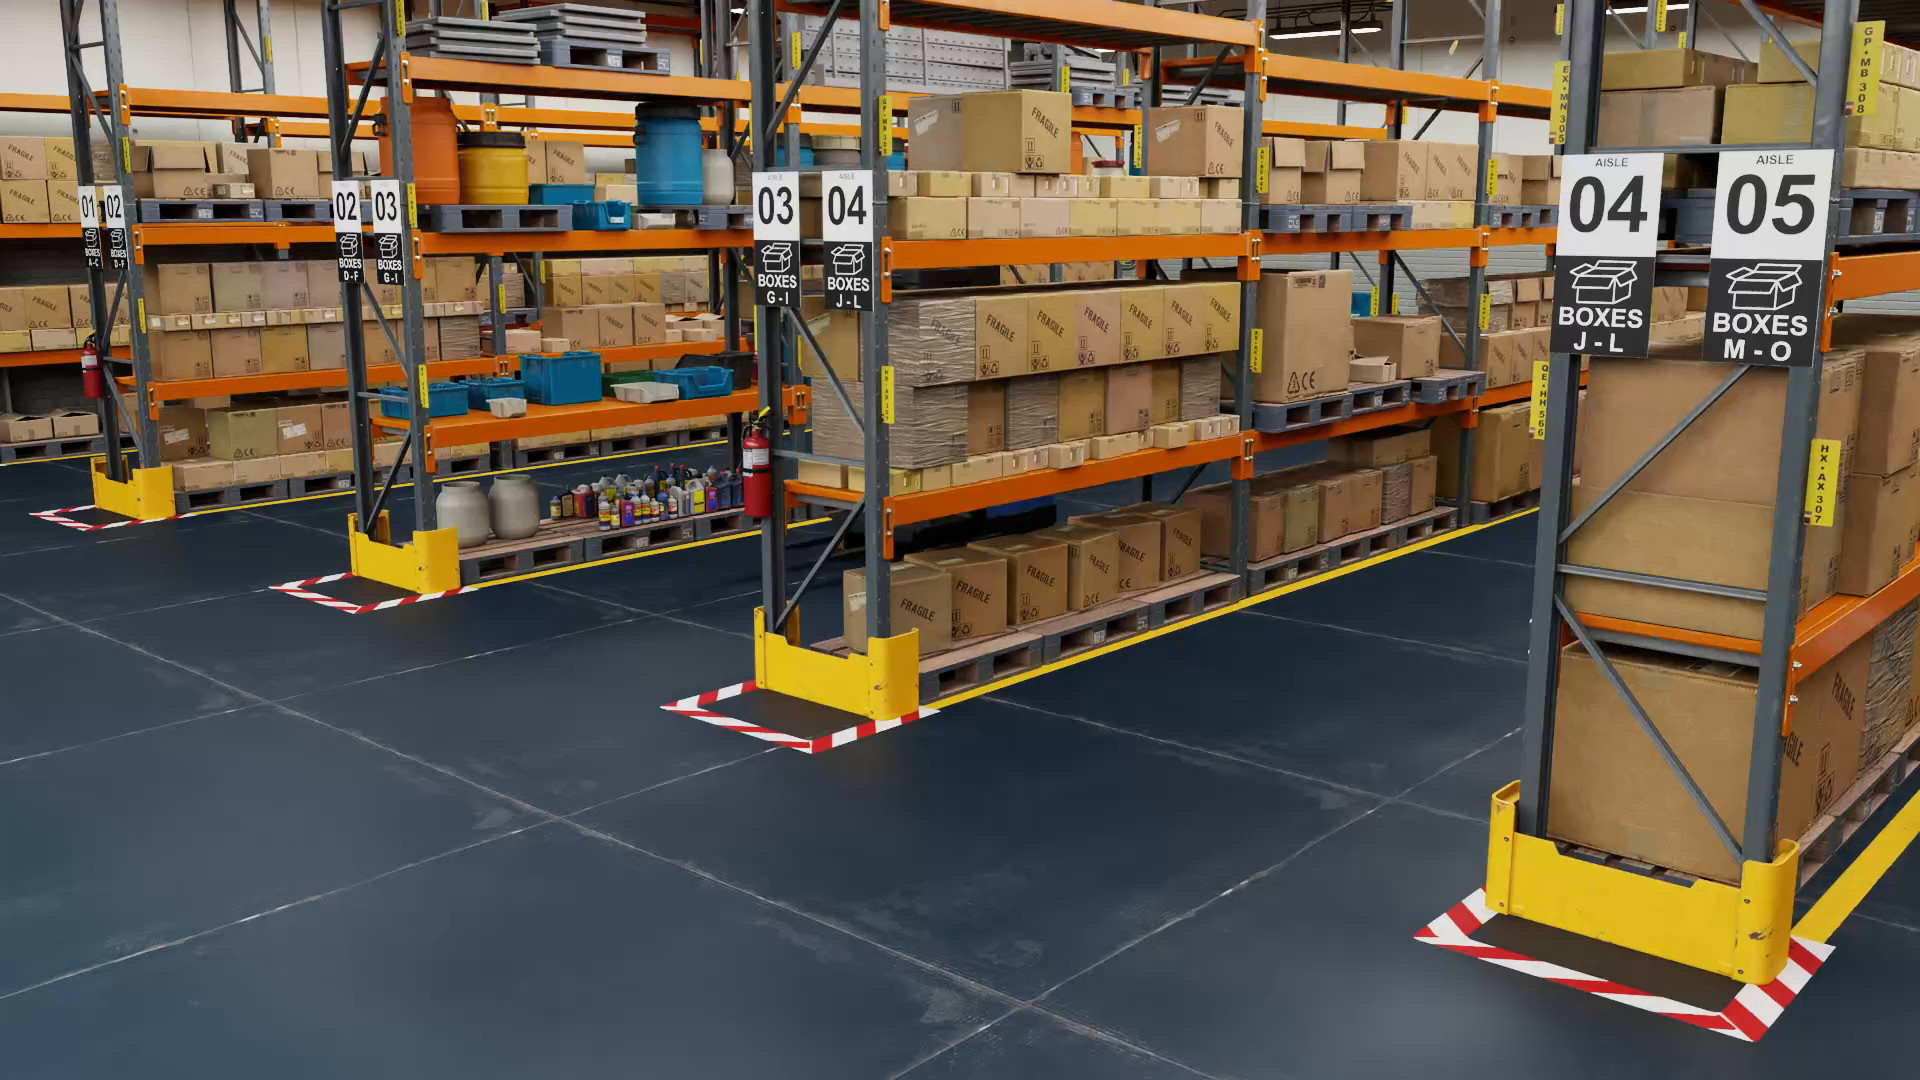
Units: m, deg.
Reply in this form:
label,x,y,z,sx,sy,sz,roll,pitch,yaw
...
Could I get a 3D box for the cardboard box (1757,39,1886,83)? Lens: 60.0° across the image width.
label,x,y,z,sx,sy,sz,roll,pitch,yaw
cardboard box,3.293,-1.827,6.359,0.380,0.149,0.250,10,15,41

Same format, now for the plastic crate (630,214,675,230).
label,x,y,z,sx,sy,sz,roll,pitch,yaw
plastic crate,-2.662,-2.764,14.443,0.243,0.136,0.396,10,15,40

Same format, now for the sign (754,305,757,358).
label,x,y,z,sx,sy,sz,roll,pitch,yaw
sign,-1.229,-1.279,10.232,0.100,0.325,0.005,10,15,40

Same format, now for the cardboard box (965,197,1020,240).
label,x,y,z,sx,sy,sz,roll,pitch,yaw
cardboard box,0.022,-1.993,10.295,0.500,0.250,0.500,9,15,39

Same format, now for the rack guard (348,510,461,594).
label,x,y,z,sx,sy,sz,roll,pitch,yaw
rack guard,-4.531,0.087,13.540,1.175,0.500,0.348,10,15,40

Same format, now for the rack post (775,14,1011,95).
label,x,y,z,sx,sy,sz,roll,pitch,yaw
rack post,-0.670,-5.051,17.054,1.013,1.000,3.121,10,15,40

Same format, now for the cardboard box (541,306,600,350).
label,x,y,z,sx,sy,sz,roll,pitch,yaw
cardboard box,-4.757,-2.589,20.297,0.500,0.500,0.500,-11,16,-43

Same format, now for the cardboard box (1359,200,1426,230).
label,x,y,z,sx,sy,sz,roll,pitch,yaw
cardboard box,3.675,-2.806,14.365,0.500,0.250,0.500,10,15,42

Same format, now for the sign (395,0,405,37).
label,x,y,z,sx,sy,sz,roll,pitch,yaw
sign,-4.136,-3.889,12.282,0.100,0.325,0.005,10,15,40

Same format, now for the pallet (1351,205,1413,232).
label,x,y,z,sx,sy,sz,roll,pitch,yaw
pallet,2.985,-2.679,13.825,1.213,0.211,1.003,10,15,40

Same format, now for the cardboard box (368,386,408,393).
label,x,y,z,sx,sy,sz,roll,pitch,yaw
cardboard box,-6.490,-1.474,19.006,0.500,0.500,0.500,10,15,40

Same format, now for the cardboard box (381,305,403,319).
label,x,y,z,sx,sy,sz,roll,pitch,yaw
cardboard box,-6.316,-2.501,18.203,0.380,0.149,0.250,10,15,40

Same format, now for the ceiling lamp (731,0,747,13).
label,x,y,z,sx,sy,sz,roll,pitch,yaw
ceiling lamp,-2.510,-9.487,24.871,0.800,3.185,2.000,10,15,40

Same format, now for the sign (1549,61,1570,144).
label,x,y,z,sx,sy,sz,roll,pitch,yaw
sign,2.435,-1.764,6.706,0.100,0.325,0.005,10,15,40

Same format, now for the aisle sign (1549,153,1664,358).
label,x,y,z,sx,sy,sz,roll,pitch,yaw
aisle sign,2.561,-1.129,6.604,0.394,0.787,0.004,10,15,40

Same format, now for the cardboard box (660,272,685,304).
label,x,y,z,sx,sy,sz,roll,pitch,yaw
cardboard box,-4.849,-4.123,27.170,0.500,0.500,0.500,10,15,40

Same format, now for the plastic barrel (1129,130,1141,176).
label,x,y,z,sx,sy,sz,roll,pitch,yaw
plastic barrel,2.363,-4.539,20.308,0.600,0.901,0.708,10,15,40

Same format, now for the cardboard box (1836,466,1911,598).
label,x,y,z,sx,sy,sz,roll,pitch,yaw
cardboard box,3.855,-0.109,7.756,0.875,0.550,0.550,10,15,40

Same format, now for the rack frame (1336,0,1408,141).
label,x,y,z,sx,sy,sz,roll,pitch,yaw
rack frame,6.016,-6.418,24.407,1.000,3.000,0.127,10,15,40

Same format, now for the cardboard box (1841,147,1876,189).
label,x,y,z,sx,sy,sz,roll,pitch,yaw
cardboard box,3.301,-1.437,6.442,0.380,0.149,0.250,10,15,41

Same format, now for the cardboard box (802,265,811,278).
label,x,y,z,sx,sy,sz,roll,pitch,yaw
cardboard box,-3.210,-4.500,29.355,0.980,0.700,0.700,9,15,39

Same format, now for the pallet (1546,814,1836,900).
label,x,y,z,sx,sy,sz,roll,pitch,yaw
pallet,3.302,1.414,7.630,1.003,0.211,1.213,10,15,40

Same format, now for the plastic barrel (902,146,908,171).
label,x,y,z,sx,sy,sz,roll,pitch,yaw
plastic barrel,-0.402,-3.791,17.819,0.600,0.830,0.708,10,15,40

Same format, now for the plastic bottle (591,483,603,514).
label,x,y,z,sx,sy,sz,roll,pitch,yaw
plastic bottle,-3.385,-0.383,15.339,0.152,0.276,0.135,9,15,39

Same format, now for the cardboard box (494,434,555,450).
label,x,y,z,sx,sy,sz,roll,pitch,yaw
cardboard box,-5.172,-1.236,19.729,0.500,0.250,0.500,9,15,39

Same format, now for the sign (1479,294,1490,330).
label,x,y,z,sx,sy,sz,roll,pitch,yaw
sign,4.869,-2.119,15.445,0.100,0.325,0.005,10,15,40

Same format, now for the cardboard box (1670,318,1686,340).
label,x,y,z,sx,sy,sz,roll,pitch,yaw
cardboard box,8.272,-2.504,19.752,0.500,0.250,0.500,10,15,42

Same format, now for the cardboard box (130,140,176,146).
label,x,y,z,sx,sy,sz,roll,pitch,yaw
cardboard box,-10.165,-4.742,20.818,0.500,0.500,0.500,9,14,38

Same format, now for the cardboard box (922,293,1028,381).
label,x,y,z,sx,sy,sz,roll,pitch,yaw
cardboard box,0.077,-1.285,10.458,0.500,0.500,0.500,10,15,40

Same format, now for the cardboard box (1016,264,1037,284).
label,x,y,z,sx,sy,sz,roll,pitch,yaw
cardboard box,0.859,-4.252,26.073,0.500,0.500,0.500,9,15,39

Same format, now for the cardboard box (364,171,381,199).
label,x,y,z,sx,sy,sz,roll,pitch,yaw
cardboard box,-6.511,-3.934,18.426,0.500,0.311,0.500,9,14,37

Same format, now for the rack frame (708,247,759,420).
label,x,y,z,sx,sy,sz,roll,pitch,yaw
rack frame,-2.984,-2.940,22.311,1.000,3.000,0.127,10,15,40

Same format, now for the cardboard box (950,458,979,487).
label,x,y,z,sx,sy,sz,roll,pitch,yaw
cardboard box,-0.103,-0.439,10.429,0.380,0.149,0.250,10,15,40

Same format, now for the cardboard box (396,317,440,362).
label,x,y,z,sx,sy,sz,roll,pitch,yaw
cardboard box,-6.256,-2.256,18.631,0.700,0.500,0.500,10,15,40

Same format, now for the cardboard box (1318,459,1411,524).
label,x,y,z,sx,sy,sz,roll,pitch,yaw
cardboard box,3.671,-0.464,15.174,0.700,0.500,0.500,8,14,36

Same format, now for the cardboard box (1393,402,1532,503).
label,x,y,z,sx,sy,sz,roll,pitch,yaw
cardboard box,4.926,-0.921,16.557,1.225,0.875,0.875,9,14,38

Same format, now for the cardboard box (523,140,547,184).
label,x,y,z,sx,sy,sz,roll,pitch,yaw
cardboard box,-5.187,-4.408,19.399,0.500,0.500,0.500,10,15,41

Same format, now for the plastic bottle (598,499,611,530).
label,x,y,z,sx,sy,sz,roll,pitch,yaw
plastic bottle,-3.115,-0.226,14.566,0.097,0.271,0.097,0,11,0

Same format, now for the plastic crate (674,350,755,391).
label,x,y,z,sx,sy,sz,roll,pitch,yaw
plastic crate,-2.347,-1.619,15.858,0.767,0.338,0.504,10,15,40

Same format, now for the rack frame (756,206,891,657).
label,x,y,z,sx,sy,sz,roll,pitch,yaw
rack frame,-0.826,-0.481,10.002,1.000,3.000,0.127,10,15,40

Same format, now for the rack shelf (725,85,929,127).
label,x,y,z,sx,sy,sz,roll,pitch,yaw
rack shelf,-0.586,-4.398,17.150,1.077,0.370,4.000,10,15,40

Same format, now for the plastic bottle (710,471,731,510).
label,x,y,z,sx,sy,sz,roll,pitch,yaw
plastic bottle,-2.241,-0.467,15.569,0.144,0.351,0.185,9,14,38

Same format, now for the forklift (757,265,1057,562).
label,x,y,z,sx,sy,sz,roll,pitch,yaw
forklift,-0.442,-1.320,14.374,1.130,2.935,3.031,9,15,39

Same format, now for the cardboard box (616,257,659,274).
label,x,y,z,sx,sy,sz,roll,pitch,yaw
cardboard box,-5.200,-4.415,26.715,0.500,0.250,0.500,9,15,39

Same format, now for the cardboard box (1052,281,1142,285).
label,x,y,z,sx,sy,sz,roll,pitch,yaw
cardboard box,0.998,-1.648,12.276,0.500,0.500,0.500,10,15,40

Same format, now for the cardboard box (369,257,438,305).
label,x,y,z,sx,sy,sz,roll,pitch,yaw
cardboard box,-6.245,-2.896,18.523,0.700,0.500,0.500,10,15,40

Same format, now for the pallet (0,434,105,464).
label,x,y,z,sx,sy,sz,roll,pitch,yaw
pallet,-11.375,-1.161,20.526,1.003,0.211,1.213,10,15,40

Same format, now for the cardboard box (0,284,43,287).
label,x,y,z,sx,sy,sz,roll,pitch,yaw
cardboard box,-11.497,-2.876,20.410,0.500,0.500,0.500,10,15,41

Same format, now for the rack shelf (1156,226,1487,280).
label,x,y,z,sx,sy,sz,roll,pitch,yaw
rack shelf,3.135,-2.482,14.199,1.077,0.370,4.000,10,15,40

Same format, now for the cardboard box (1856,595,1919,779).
label,x,y,z,sx,sy,sz,roll,pitch,yaw
cardboard box,4.414,0.639,8.746,0.875,0.875,0.875,10,15,41

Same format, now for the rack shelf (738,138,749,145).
label,x,y,z,sx,sy,sz,roll,pitch,yaw
rack shelf,-2.746,-6.856,29.456,1.077,0.370,4.000,10,15,40

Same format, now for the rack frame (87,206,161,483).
label,x,y,z,sx,sy,sz,roll,pitch,yaw
rack frame,-8.264,-1.763,16.418,1.000,3.000,0.127,10,15,40

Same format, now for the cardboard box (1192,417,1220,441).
label,x,y,z,sx,sy,sz,roll,pitch,yaw
cardboard box,1.722,-0.842,12.447,0.380,0.149,0.250,10,15,40

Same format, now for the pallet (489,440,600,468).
label,x,y,z,sx,sy,sz,roll,pitch,yaw
pallet,-5.167,-1.097,20.205,1.003,0.211,1.213,10,15,40

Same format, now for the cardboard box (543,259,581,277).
label,x,y,z,sx,sy,sz,roll,pitch,yaw
cardboard box,-6.195,-4.190,25.589,0.500,0.250,0.500,10,15,42

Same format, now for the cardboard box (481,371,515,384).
label,x,y,z,sx,sy,sz,roll,pitch,yaw
cardboard box,-7.143,-2.457,25.152,0.700,0.500,0.500,10,15,41

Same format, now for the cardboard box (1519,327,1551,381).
label,x,y,z,sx,sy,sz,roll,pitch,yaw
cardboard box,5.655,-1.896,16.828,0.500,0.500,0.500,9,15,39

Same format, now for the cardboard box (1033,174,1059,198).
label,x,y,z,sx,sy,sz,roll,pitch,yaw
cardboard box,0.414,-2.272,10.673,0.380,0.149,0.250,9,14,38
